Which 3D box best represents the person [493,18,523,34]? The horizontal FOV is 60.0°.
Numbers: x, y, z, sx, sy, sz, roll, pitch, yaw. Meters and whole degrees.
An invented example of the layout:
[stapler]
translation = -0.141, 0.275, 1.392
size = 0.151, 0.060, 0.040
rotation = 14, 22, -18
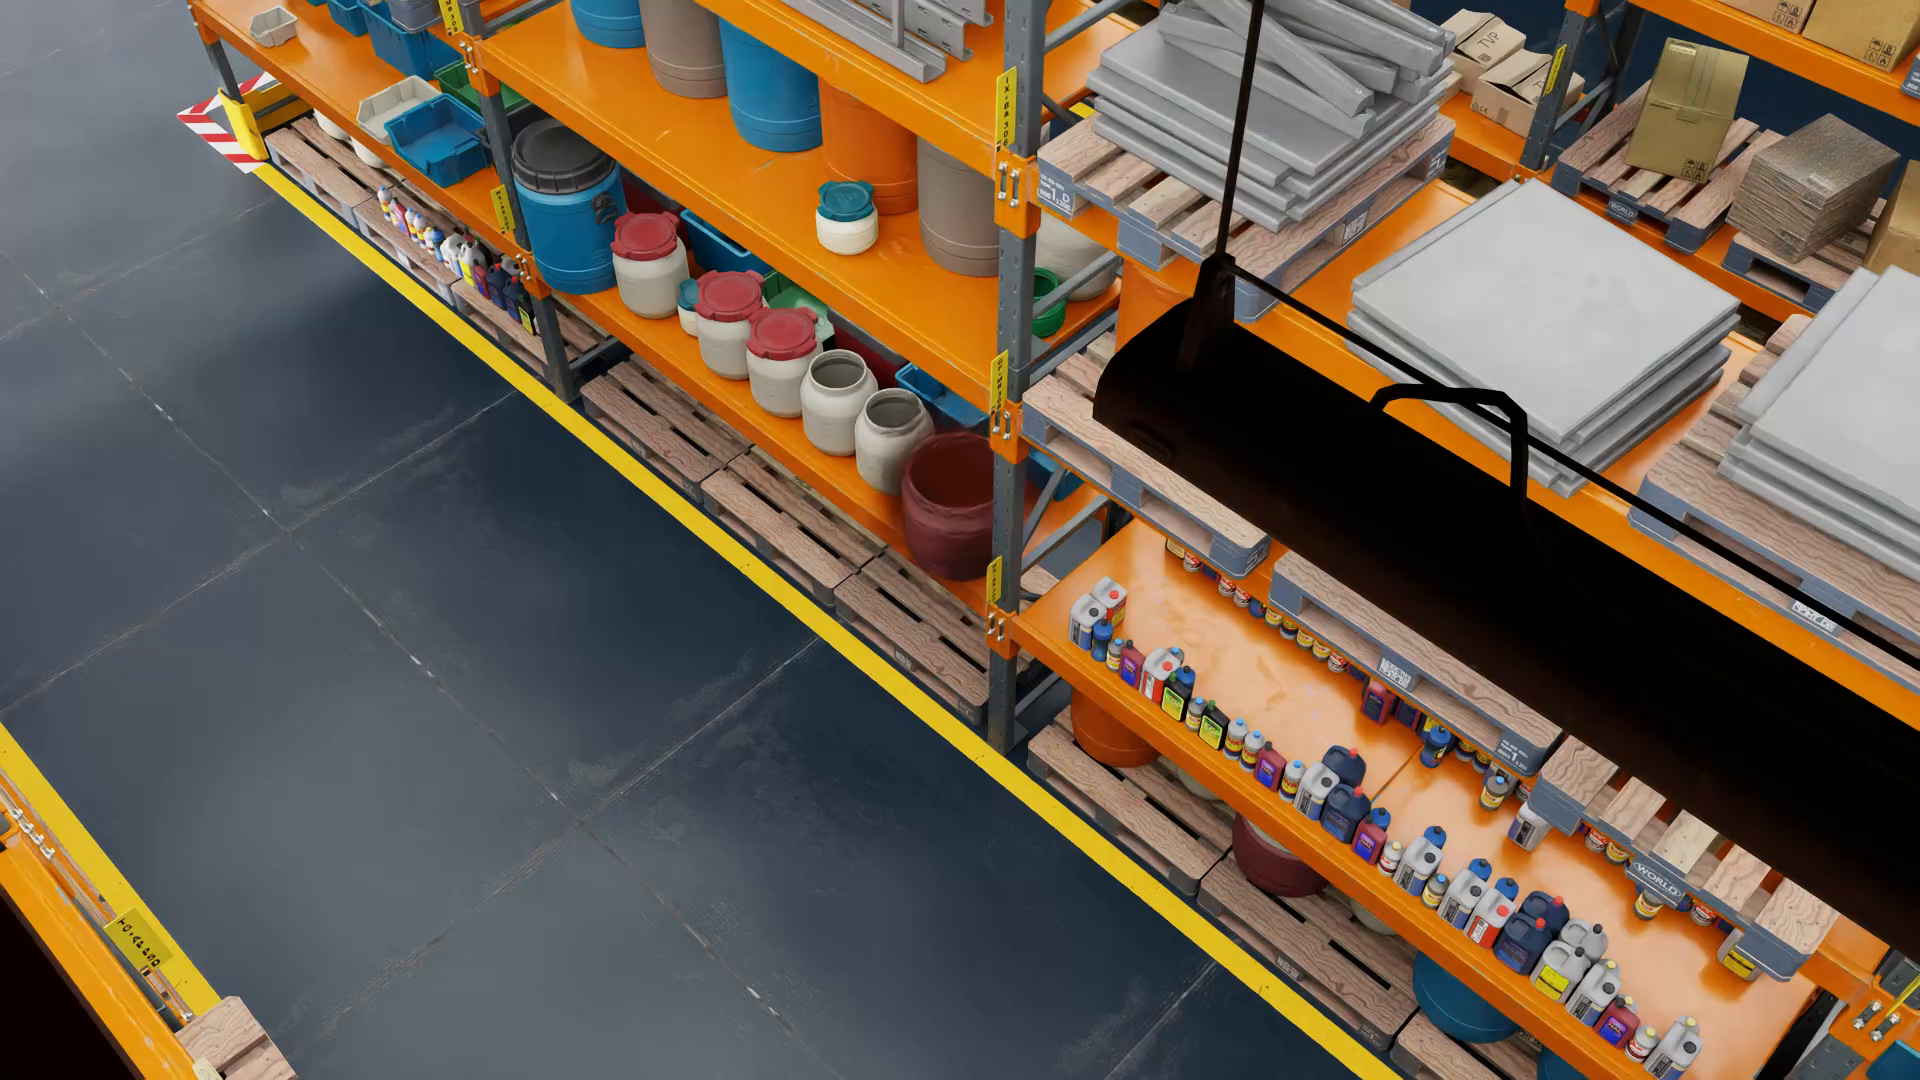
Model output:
[person]
translation = -3.934, -4.866, 13.332
size = 0.586, 1.833, 0.566
rotation = 1, 50, 1
